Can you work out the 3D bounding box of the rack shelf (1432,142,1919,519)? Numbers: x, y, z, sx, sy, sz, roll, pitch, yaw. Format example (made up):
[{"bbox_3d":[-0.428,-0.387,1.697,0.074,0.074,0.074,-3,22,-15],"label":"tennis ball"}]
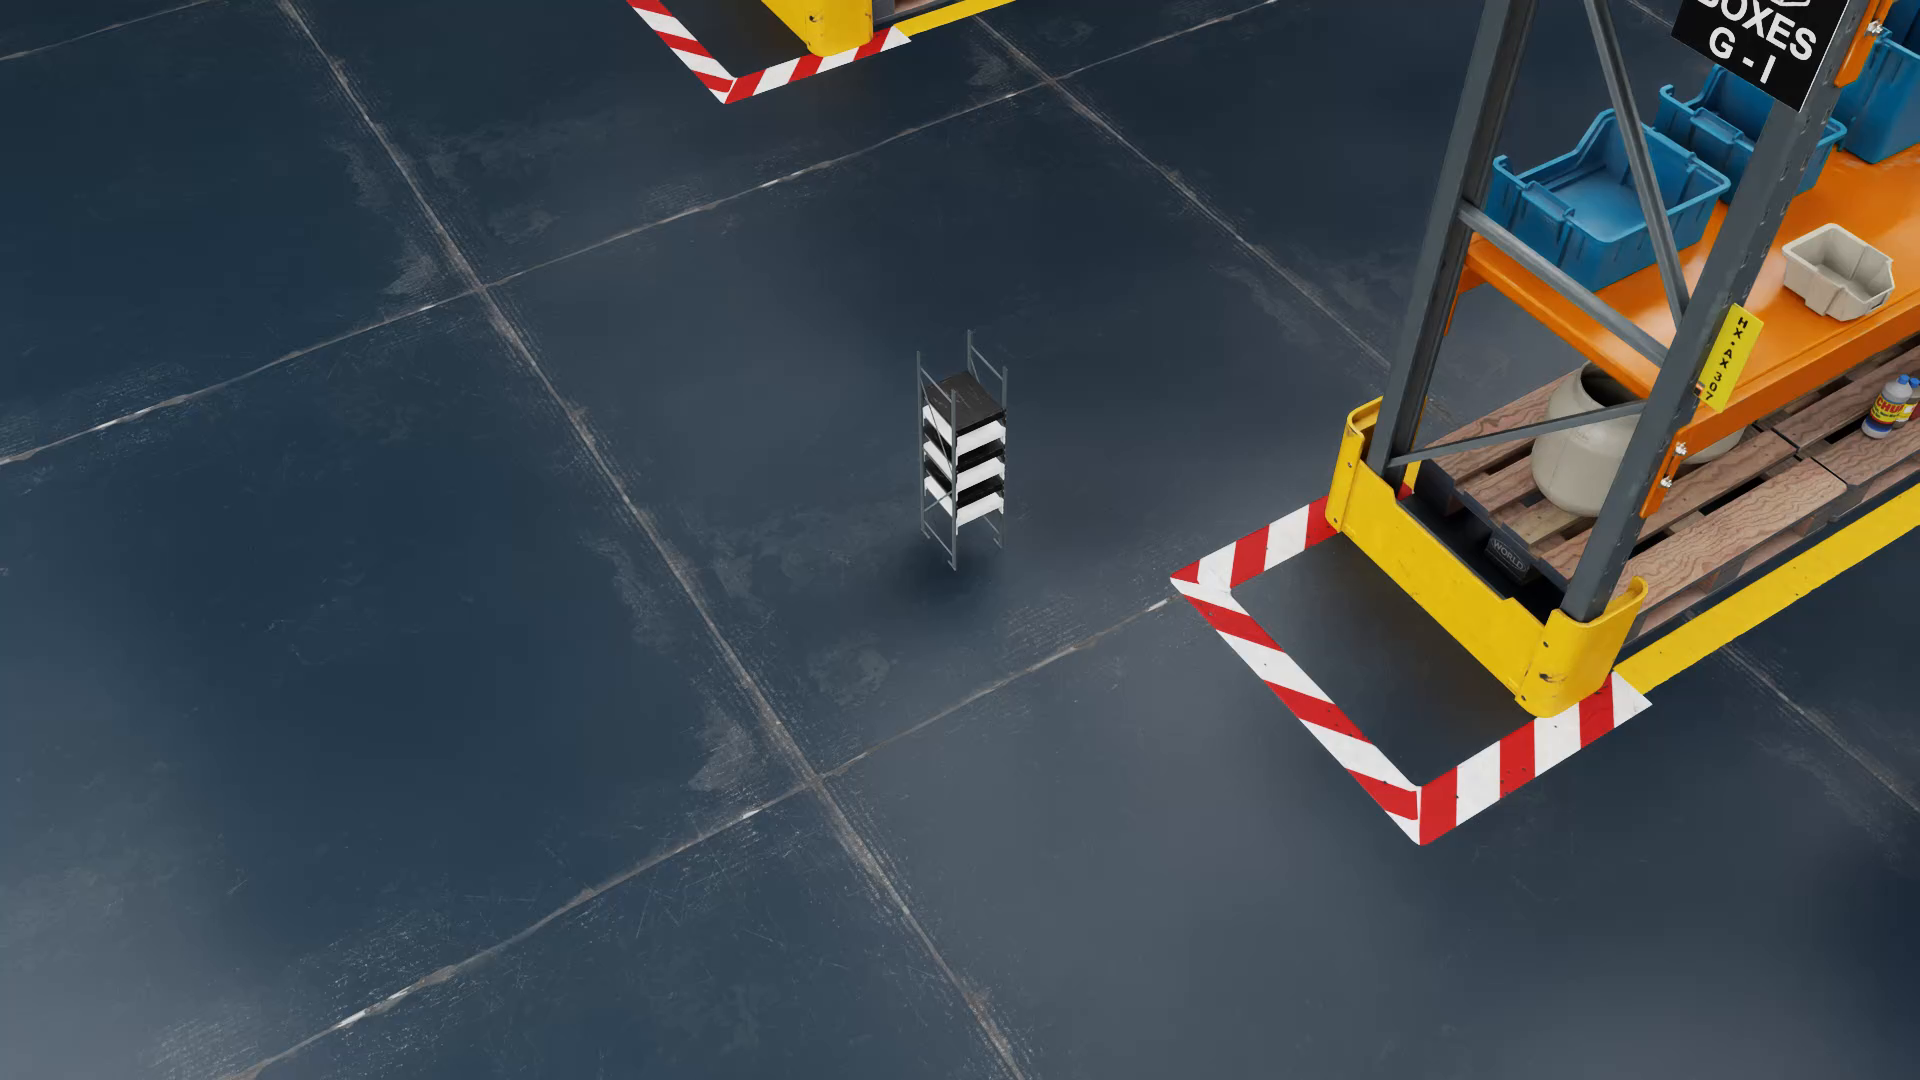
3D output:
[{"bbox_3d":[3.474,-1.303,5.884,4.000,0.370,1.077,-25,53,-21],"label":"rack shelf"}]

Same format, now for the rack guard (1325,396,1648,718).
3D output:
[{"bbox_3d":[1.822,0.026,5.892,0.348,0.500,1.175,-25,53,-21],"label":"rack guard"}]

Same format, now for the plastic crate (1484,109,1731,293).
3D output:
[{"bbox_3d":[2.046,-1.084,5.307,0.616,0.251,0.499,-25,53,-21],"label":"plastic crate"}]

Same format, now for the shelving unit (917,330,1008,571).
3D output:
[{"bbox_3d":[0.007,-0.302,5.917,0.210,0.900,0.258,-25,53,-21],"label":"shelving unit"}]

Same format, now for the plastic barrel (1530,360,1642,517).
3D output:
[{"bbox_3d":[2.298,-0.368,5.954,0.421,0.512,0.421,0,48,0],"label":"plastic barrel"}]

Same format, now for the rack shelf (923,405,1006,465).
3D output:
[{"bbox_3d":[0.007,-0.400,5.807,0.200,0.077,0.258,-25,53,-21],"label":"rack shelf"}]

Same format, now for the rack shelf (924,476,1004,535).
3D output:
[{"bbox_3d":[0.007,-0.161,6.076,0.200,0.077,0.258,-25,53,-21],"label":"rack shelf"}]

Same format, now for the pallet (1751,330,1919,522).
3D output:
[{"bbox_3d":[3.542,-0.681,6.715,1.213,0.211,1.003,-25,53,-21],"label":"pallet"}]

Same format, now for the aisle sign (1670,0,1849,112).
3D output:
[{"bbox_3d":[1.878,-1.396,3.744,0.004,0.787,0.394,-25,53,-21],"label":"aisle sign"}]

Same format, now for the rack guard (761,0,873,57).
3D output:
[{"bbox_3d":[-0.878,-3.034,8.618,0.348,0.500,1.175,-25,53,-21],"label":"rack guard"}]

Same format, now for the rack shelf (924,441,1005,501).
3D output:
[{"bbox_3d":[0.007,-0.280,5.942,0.200,0.077,0.258,-25,53,-21],"label":"rack shelf"}]

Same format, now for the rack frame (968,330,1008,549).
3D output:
[{"bbox_3d":[0.093,-0.343,5.953,0.006,0.900,0.240,-25,53,-21],"label":"rack frame"}]

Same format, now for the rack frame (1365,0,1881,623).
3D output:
[{"bbox_3d":[1.783,-0.745,4.905,0.127,3.000,1.000,-25,53,-21],"label":"rack frame"}]

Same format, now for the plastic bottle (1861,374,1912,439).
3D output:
[{"bbox_3d":[3.482,-0.510,6.228,0.097,0.271,0.097,0,48,0],"label":"plastic bottle"}]

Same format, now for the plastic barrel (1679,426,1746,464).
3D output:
[{"bbox_3d":[2.722,-0.568,6.132,0.421,0.512,0.421,0,48,0],"label":"plastic barrel"}]

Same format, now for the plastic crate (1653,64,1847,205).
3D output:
[{"bbox_3d":[2.598,-1.340,5.534,0.408,0.251,0.499,-25,53,-21],"label":"plastic crate"}]

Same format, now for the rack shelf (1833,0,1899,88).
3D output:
[{"bbox_3d":[3.474,-2.301,4.763,4.000,0.370,1.077,-25,53,-21],"label":"rack shelf"}]

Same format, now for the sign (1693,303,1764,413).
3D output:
[{"bbox_3d":[2.072,-0.488,4.491,0.005,0.325,0.100,-25,53,-21],"label":"sign"}]

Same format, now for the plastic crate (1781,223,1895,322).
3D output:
[{"bbox_3d":[2.711,-0.811,5.140,0.250,0.136,0.298,-25,53,-21],"label":"plastic crate"}]

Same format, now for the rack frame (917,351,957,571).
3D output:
[{"bbox_3d":[-0.079,-0.262,5.881,0.006,0.900,0.240,-25,53,-21],"label":"rack frame"}]

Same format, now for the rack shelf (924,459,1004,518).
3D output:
[{"bbox_3d":[0.007,-0.220,6.009,0.200,0.077,0.258,-25,53,-21],"label":"rack shelf"}]

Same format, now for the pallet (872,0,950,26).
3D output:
[{"bbox_3d":[-0.233,-3.279,9.029,1.213,0.211,1.003,-25,53,-21],"label":"pallet"}]

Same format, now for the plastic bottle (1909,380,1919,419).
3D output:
[{"bbox_3d":[3.683,-0.593,6.293,0.133,0.283,0.061,-24,53,-20],"label":"plastic bottle"}]

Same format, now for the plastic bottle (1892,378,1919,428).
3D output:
[{"bbox_3d":[3.570,-0.528,6.291,0.097,0.201,0.097,0,48,0],"label":"plastic bottle"}]

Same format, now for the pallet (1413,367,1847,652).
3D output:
[{"bbox_3d":[2.512,-0.198,6.285,1.213,0.211,1.003,-25,53,-21],"label":"pallet"}]

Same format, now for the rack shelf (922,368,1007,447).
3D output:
[{"bbox_3d":[0.007,-0.460,5.740,0.200,0.077,0.258,-25,53,-21],"label":"rack shelf"}]

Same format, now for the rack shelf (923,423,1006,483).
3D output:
[{"bbox_3d":[0.007,-0.340,5.874,0.200,0.077,0.258,-25,53,-21],"label":"rack shelf"}]

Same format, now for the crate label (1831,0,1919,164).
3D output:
[{"bbox_3d":[3.195,-1.661,5.697,0.616,0.435,0.502,-25,53,-21],"label":"crate label"}]
